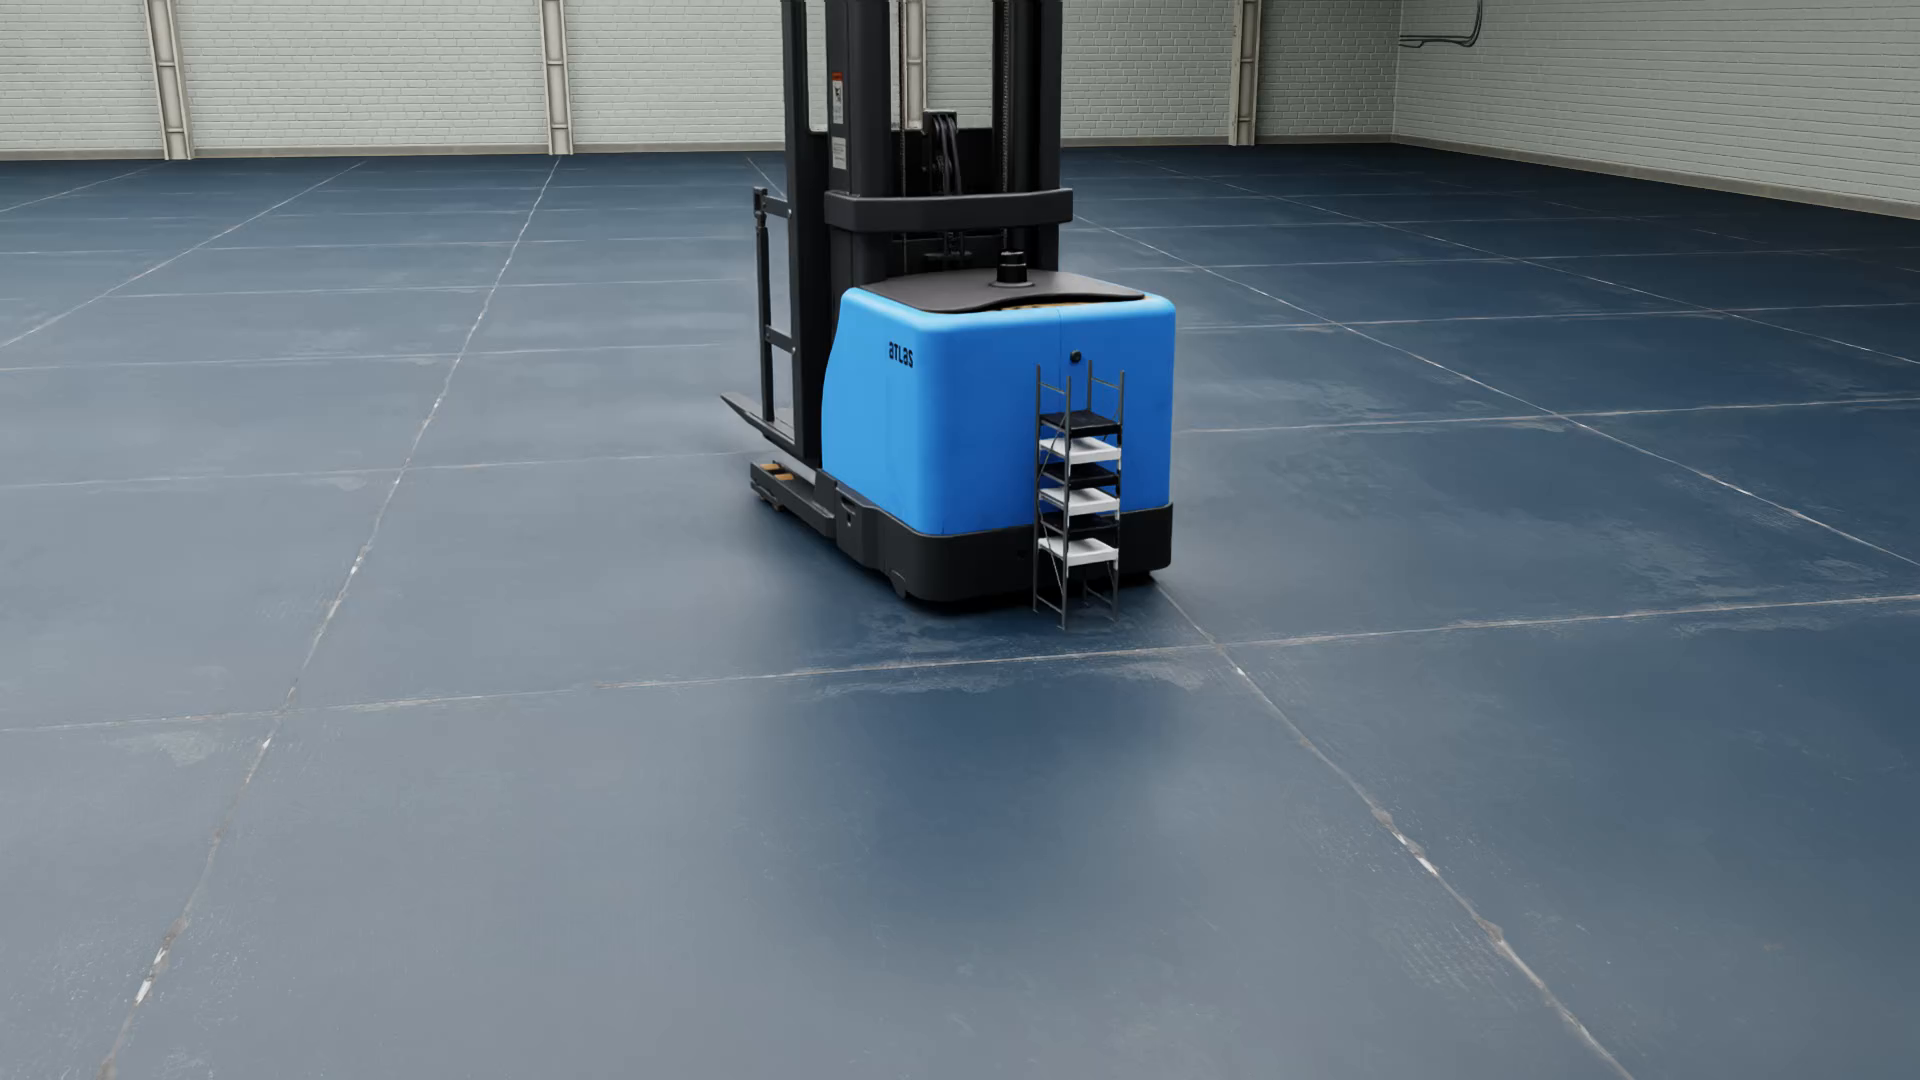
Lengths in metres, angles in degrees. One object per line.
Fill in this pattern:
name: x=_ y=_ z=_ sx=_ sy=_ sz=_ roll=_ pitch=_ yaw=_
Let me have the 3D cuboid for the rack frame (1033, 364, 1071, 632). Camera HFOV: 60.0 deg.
rack frame: x=0.315 y=-0.144 z=5.749 sx=0.006 sy=0.900 sz=0.240 roll=-8 pitch=19 yaw=-24

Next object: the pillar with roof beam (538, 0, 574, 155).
pillar with roof beam: x=-5.876 y=-9.547 z=22.567 sx=0.400 sy=9.000 sz=9.100 roll=-3 pitch=17 yaw=-10

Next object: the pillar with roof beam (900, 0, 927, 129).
pillar with roof beam: x=0.015 y=-9.881 z=23.655 sx=0.400 sy=9.000 sz=9.100 roll=-3 pitch=17 yaw=-10

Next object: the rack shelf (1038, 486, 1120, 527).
rack shelf: x=0.408 y=-0.125 z=5.800 sx=0.200 sy=0.077 sz=0.258 roll=-8 pitch=19 yaw=-24

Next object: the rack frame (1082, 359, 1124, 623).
rack frame: x=0.500 y=-0.170 z=5.831 sx=0.006 sy=0.900 sz=0.240 roll=-8 pitch=19 yaw=-24

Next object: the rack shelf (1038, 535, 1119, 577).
rack shelf: x=0.408 y=0.047 z=5.853 sx=0.200 sy=0.077 sz=0.258 roll=-8 pitch=19 yaw=-24

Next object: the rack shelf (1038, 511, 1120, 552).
rack shelf: x=0.408 y=-0.039 z=5.826 sx=0.200 sy=0.077 sz=0.258 roll=-8 pitch=19 yaw=-24

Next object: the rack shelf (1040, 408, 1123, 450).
rack shelf: x=0.408 y=-0.383 z=5.721 sx=0.200 sy=0.077 sz=0.258 roll=-8 pitch=19 yaw=-24

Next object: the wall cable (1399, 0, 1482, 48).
wall cable: x=8.233 y=-9.755 z=28.533 sx=0.112 sy=2.526 sz=3.097 roll=-3 pitch=17 yaw=-10

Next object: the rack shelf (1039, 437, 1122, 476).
rack shelf: x=0.408 y=-0.297 z=5.747 sx=0.200 sy=0.077 sz=0.258 roll=-8 pitch=19 yaw=-24

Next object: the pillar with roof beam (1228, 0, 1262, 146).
pillar with roof beam: x=5.906 y=-10.215 z=24.743 sx=0.400 sy=9.000 sz=9.100 roll=-3 pitch=17 yaw=-10

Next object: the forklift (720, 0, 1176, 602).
forklift: x=-0.280 y=-1.572 z=6.939 sx=1.130 sy=2.935 sz=3.031 roll=-8 pitch=19 yaw=-24

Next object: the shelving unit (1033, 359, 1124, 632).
shelving unit: x=0.408 y=-0.157 z=5.790 sx=0.210 sy=0.900 sz=0.258 roll=-8 pitch=19 yaw=-24

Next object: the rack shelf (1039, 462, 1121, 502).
rack shelf: x=0.408 y=-0.211 z=5.774 sx=0.200 sy=0.077 sz=0.258 roll=-8 pitch=19 yaw=-24

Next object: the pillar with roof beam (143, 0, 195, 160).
pillar with roof beam: x=-11.767 y=-9.212 z=21.479 sx=0.400 sy=9.000 sz=9.100 roll=-3 pitch=17 yaw=-10
